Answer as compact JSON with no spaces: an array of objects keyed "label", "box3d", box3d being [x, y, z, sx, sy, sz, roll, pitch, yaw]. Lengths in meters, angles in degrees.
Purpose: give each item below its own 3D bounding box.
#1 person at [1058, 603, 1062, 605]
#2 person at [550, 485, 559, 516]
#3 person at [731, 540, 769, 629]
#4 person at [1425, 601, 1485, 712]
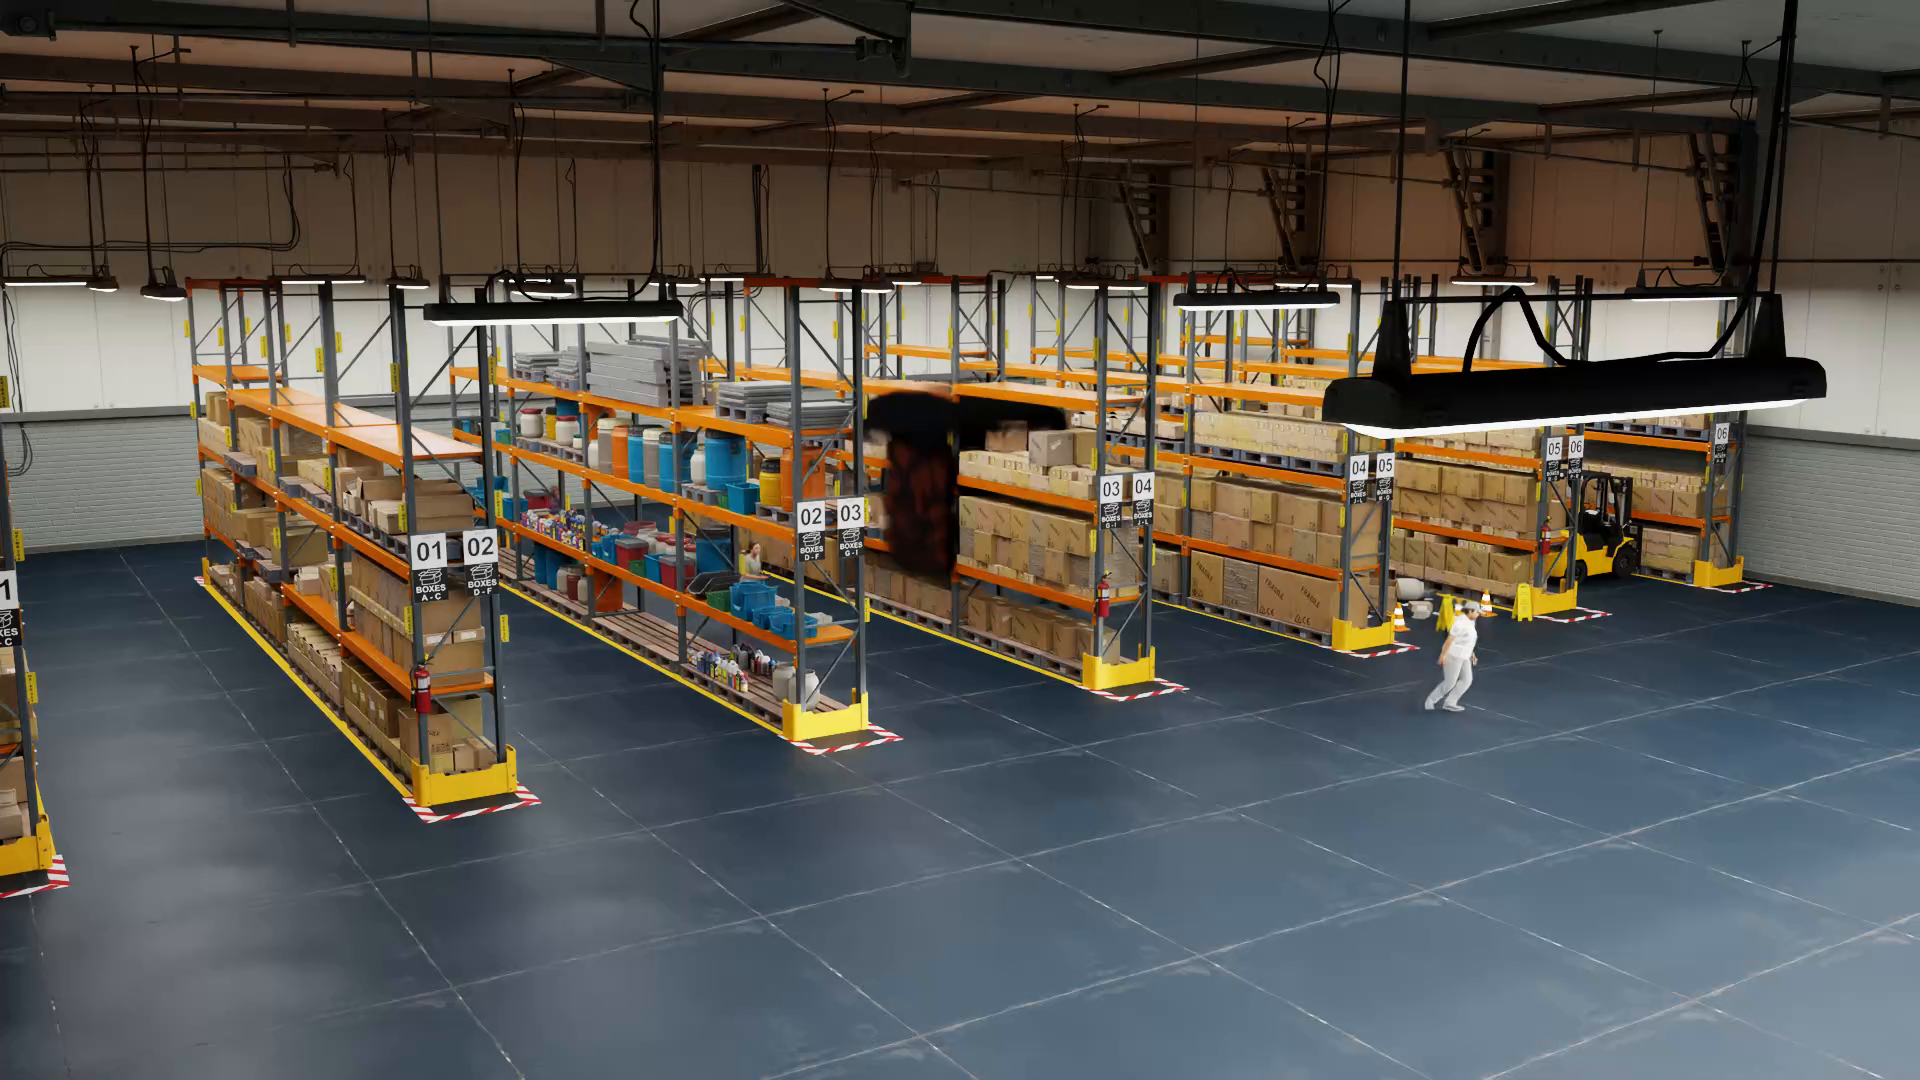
[{"label":"person","box3d":[1.853,0.370,29.767,0.739,1.620,0.575,-3,10,-15]},{"label":"person","box3d":[-9.062,-0.510,36.632,0.551,1.461,0.978,-9,13,-41]},{"label":"person","box3d":[-3.501,0.759,27.842,0.807,1.561,0.571,6,11,30]},{"label":"person","box3d":[6.985,1.645,23.470,0.676,1.589,0.757,7,12,37]}]
